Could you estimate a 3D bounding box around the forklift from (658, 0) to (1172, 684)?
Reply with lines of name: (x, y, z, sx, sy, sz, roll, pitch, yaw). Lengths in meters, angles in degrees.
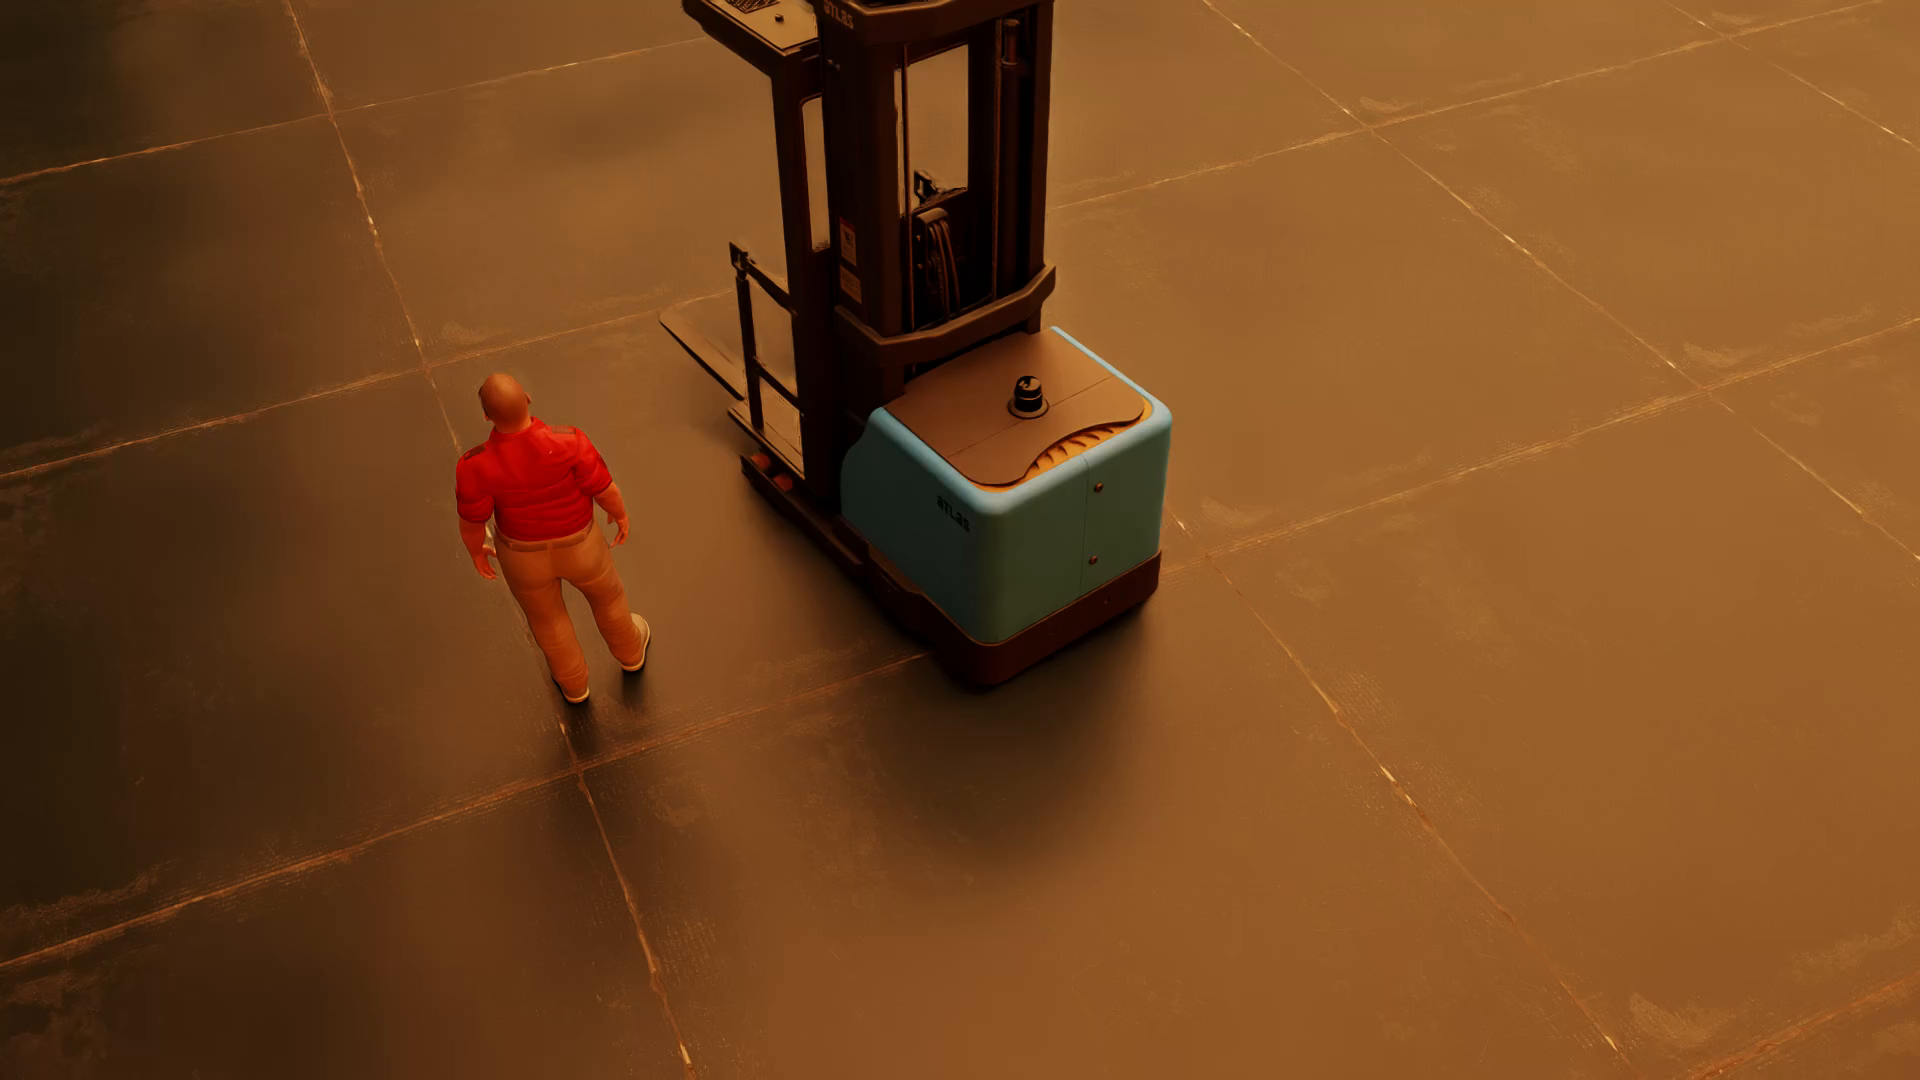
forklift: (-0.405, -1.412, 7.193, 1.130, 2.935, 3.031, -28, 50, -26)

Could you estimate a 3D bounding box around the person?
person: (-1.629, -0.042, 6.596, 0.640, 1.727, 0.551, -12, 44, -13)
